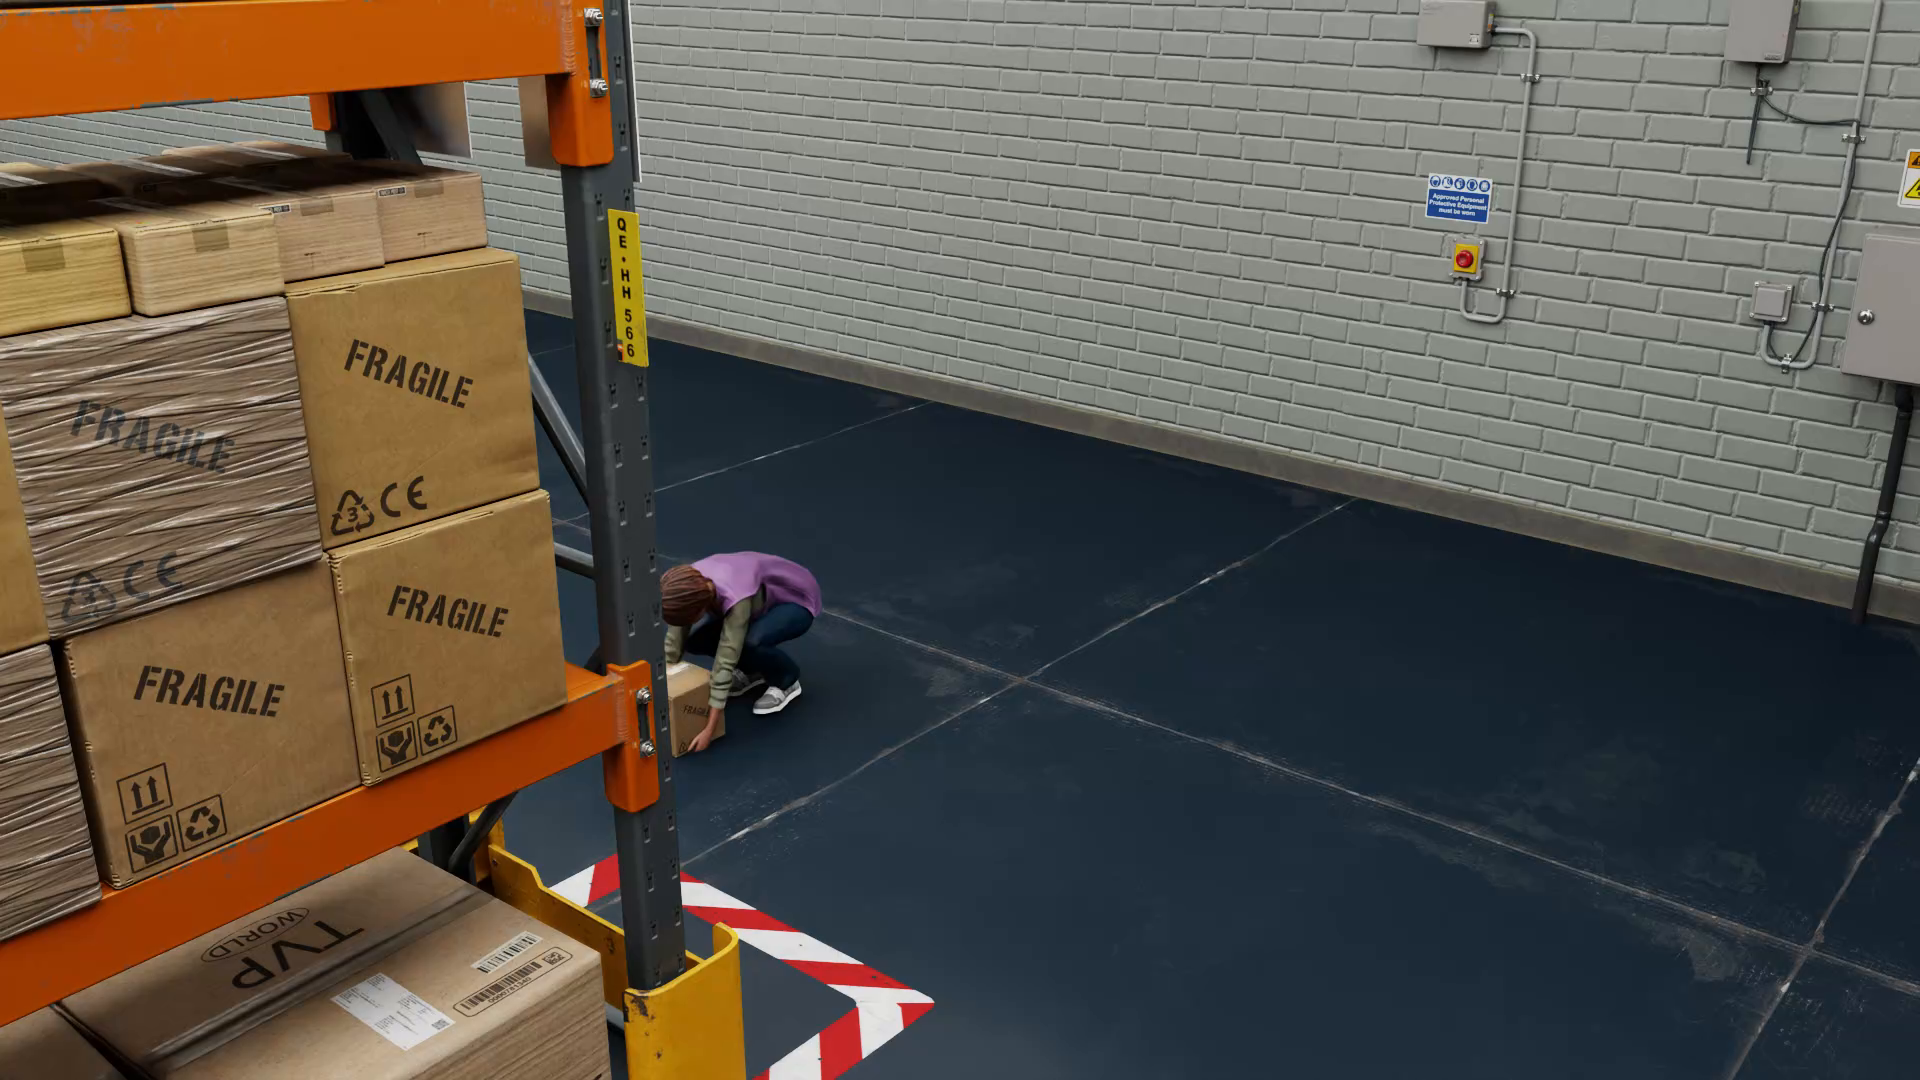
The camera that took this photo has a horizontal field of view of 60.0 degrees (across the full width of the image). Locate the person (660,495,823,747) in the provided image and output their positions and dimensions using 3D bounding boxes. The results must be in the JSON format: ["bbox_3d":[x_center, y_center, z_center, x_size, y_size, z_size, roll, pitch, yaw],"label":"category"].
[{"bbox_3d":[-0.873,0.284,6.449,0.424,0.823,0.858,15,25,34],"label":"person"}]
